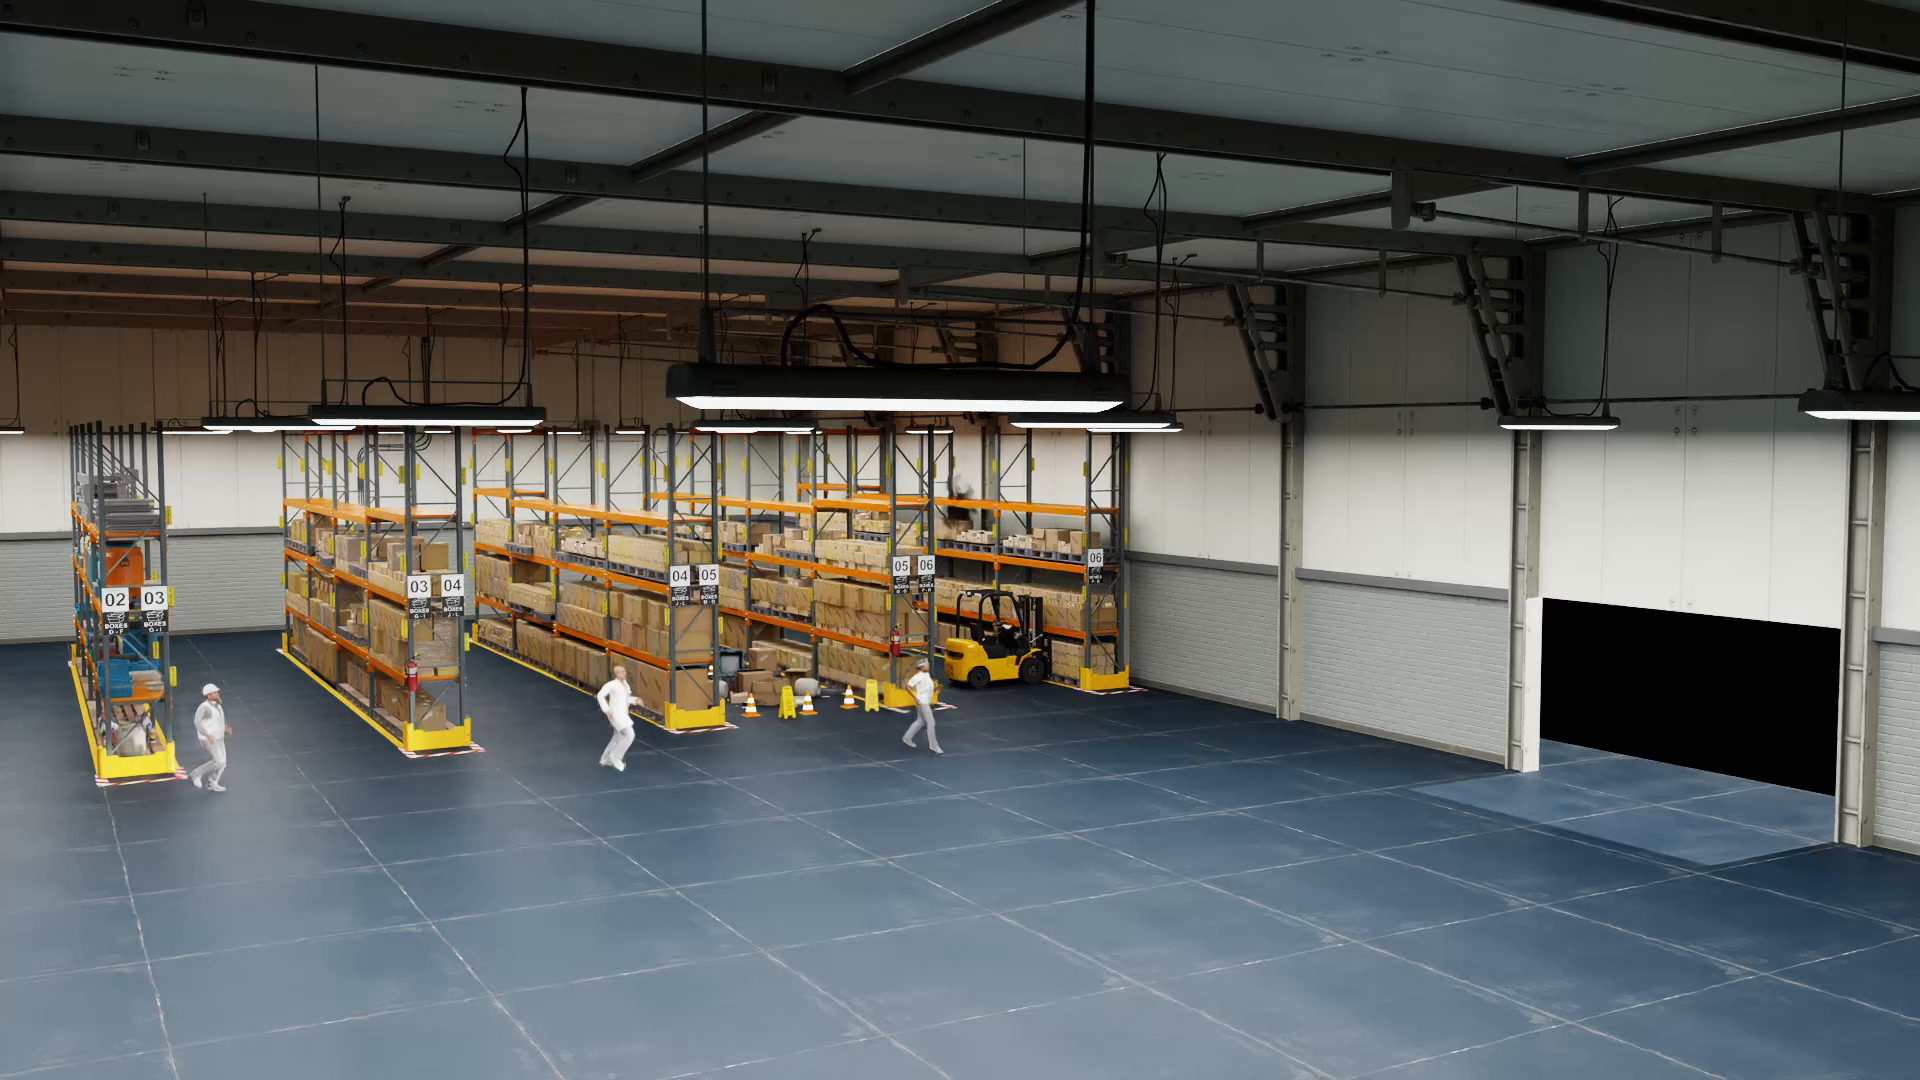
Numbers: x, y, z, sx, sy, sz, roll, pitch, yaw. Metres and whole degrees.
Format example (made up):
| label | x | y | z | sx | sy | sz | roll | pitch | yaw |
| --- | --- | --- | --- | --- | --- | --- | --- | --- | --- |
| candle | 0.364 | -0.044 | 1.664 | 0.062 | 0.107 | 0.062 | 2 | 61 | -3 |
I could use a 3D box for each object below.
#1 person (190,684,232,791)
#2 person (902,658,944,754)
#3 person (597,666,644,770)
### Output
| label | x | y | z | sx | sy | sz | roll | pitch | yaw |
| --- | --- | --- | --- | --- | --- | --- | --- | --- | --- |
| person | -12.132 | 3.197 | 26.913 | 0.578 | 1.746 | 0.678 | 0 | 4 | 0 |
| person | -0.673 | 2.996 | 30.217 | 0.857 | 1.729 | 0.562 | 1 | 4 | 17 |
| person | -5.866 | 3.073 | 28.751 | 0.772 | 1.798 | 0.700 | 0 | 4 | 8 |
